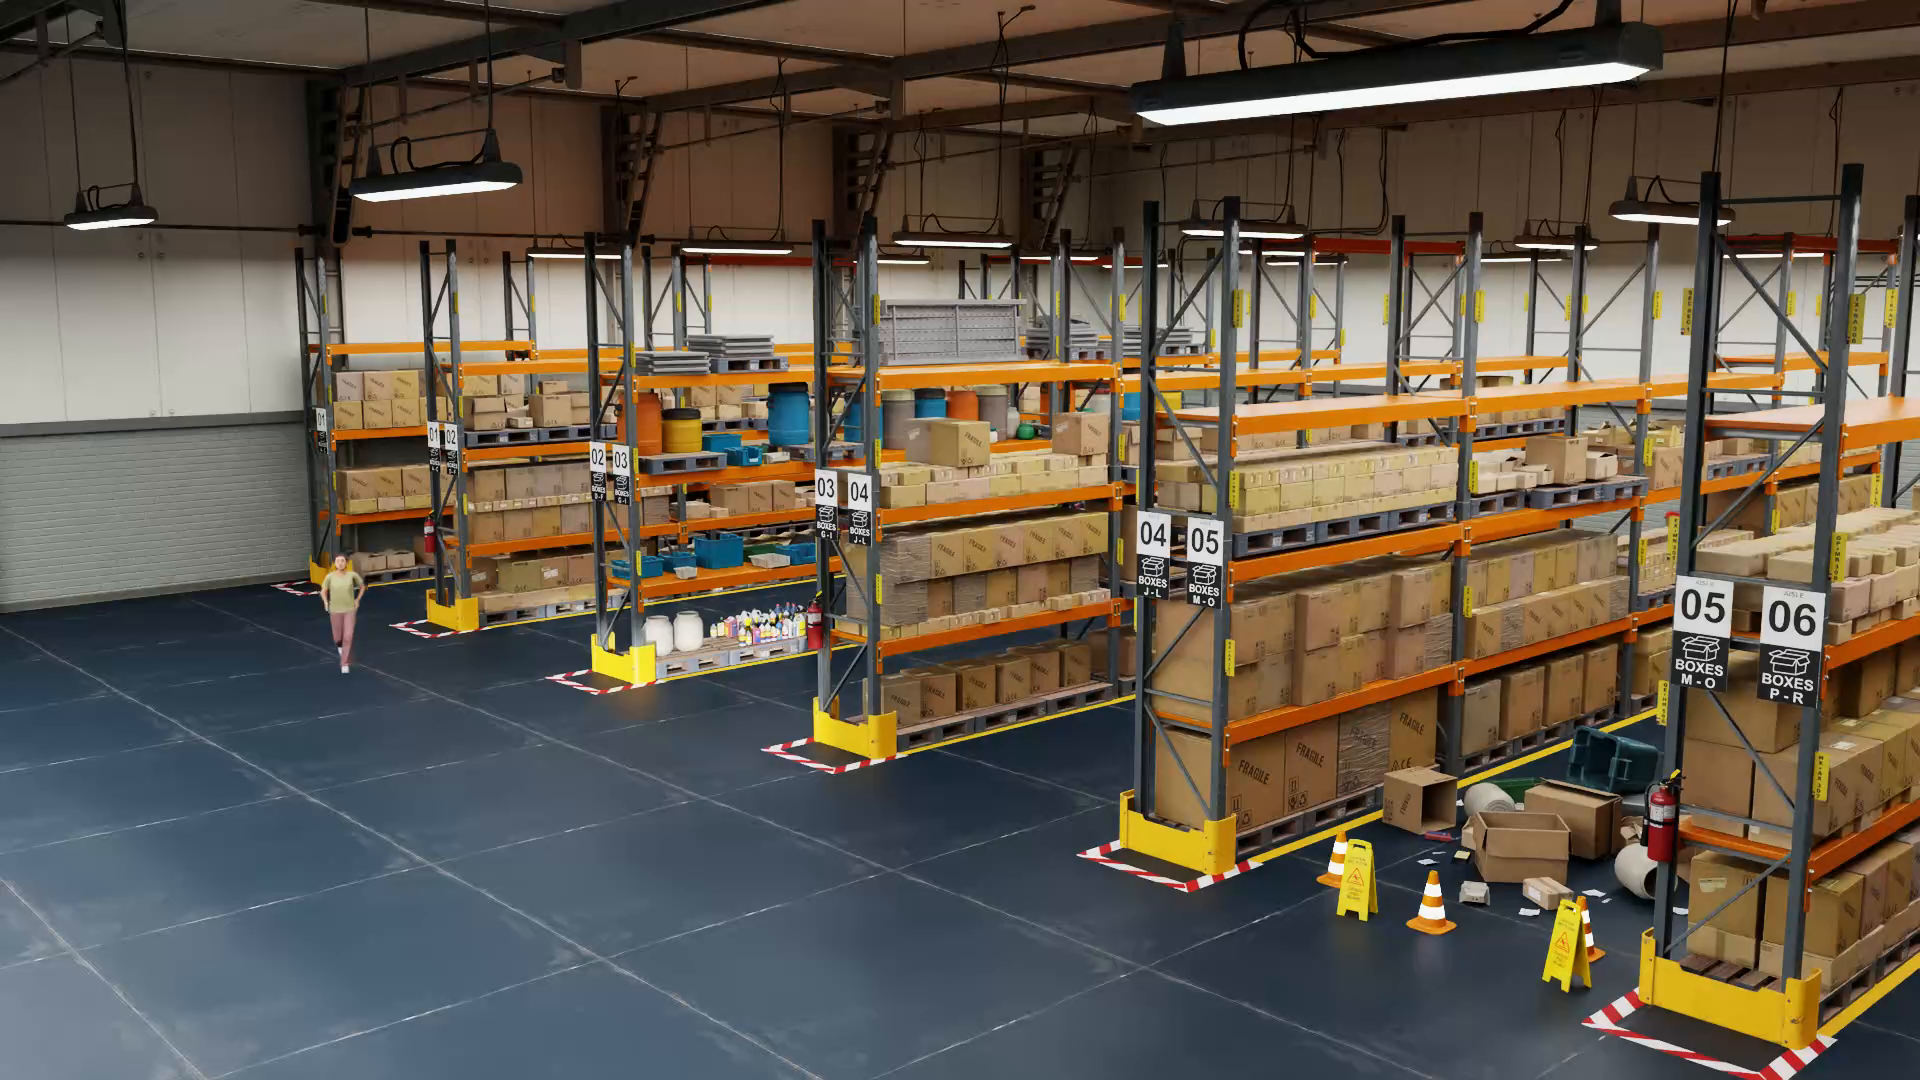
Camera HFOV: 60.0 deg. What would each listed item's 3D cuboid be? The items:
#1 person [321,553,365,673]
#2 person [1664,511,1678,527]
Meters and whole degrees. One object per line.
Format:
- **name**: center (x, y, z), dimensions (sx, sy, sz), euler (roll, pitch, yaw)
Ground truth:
- **person**: center (-8.562, 0.988, 23.114), dimensions (0.586, 1.639, 0.715), euler (-3, 9, -18)
- **person**: center (11.176, 0.443, 26.182), dimensions (0.874, 1.812, 0.683), euler (-8, 11, -42)
